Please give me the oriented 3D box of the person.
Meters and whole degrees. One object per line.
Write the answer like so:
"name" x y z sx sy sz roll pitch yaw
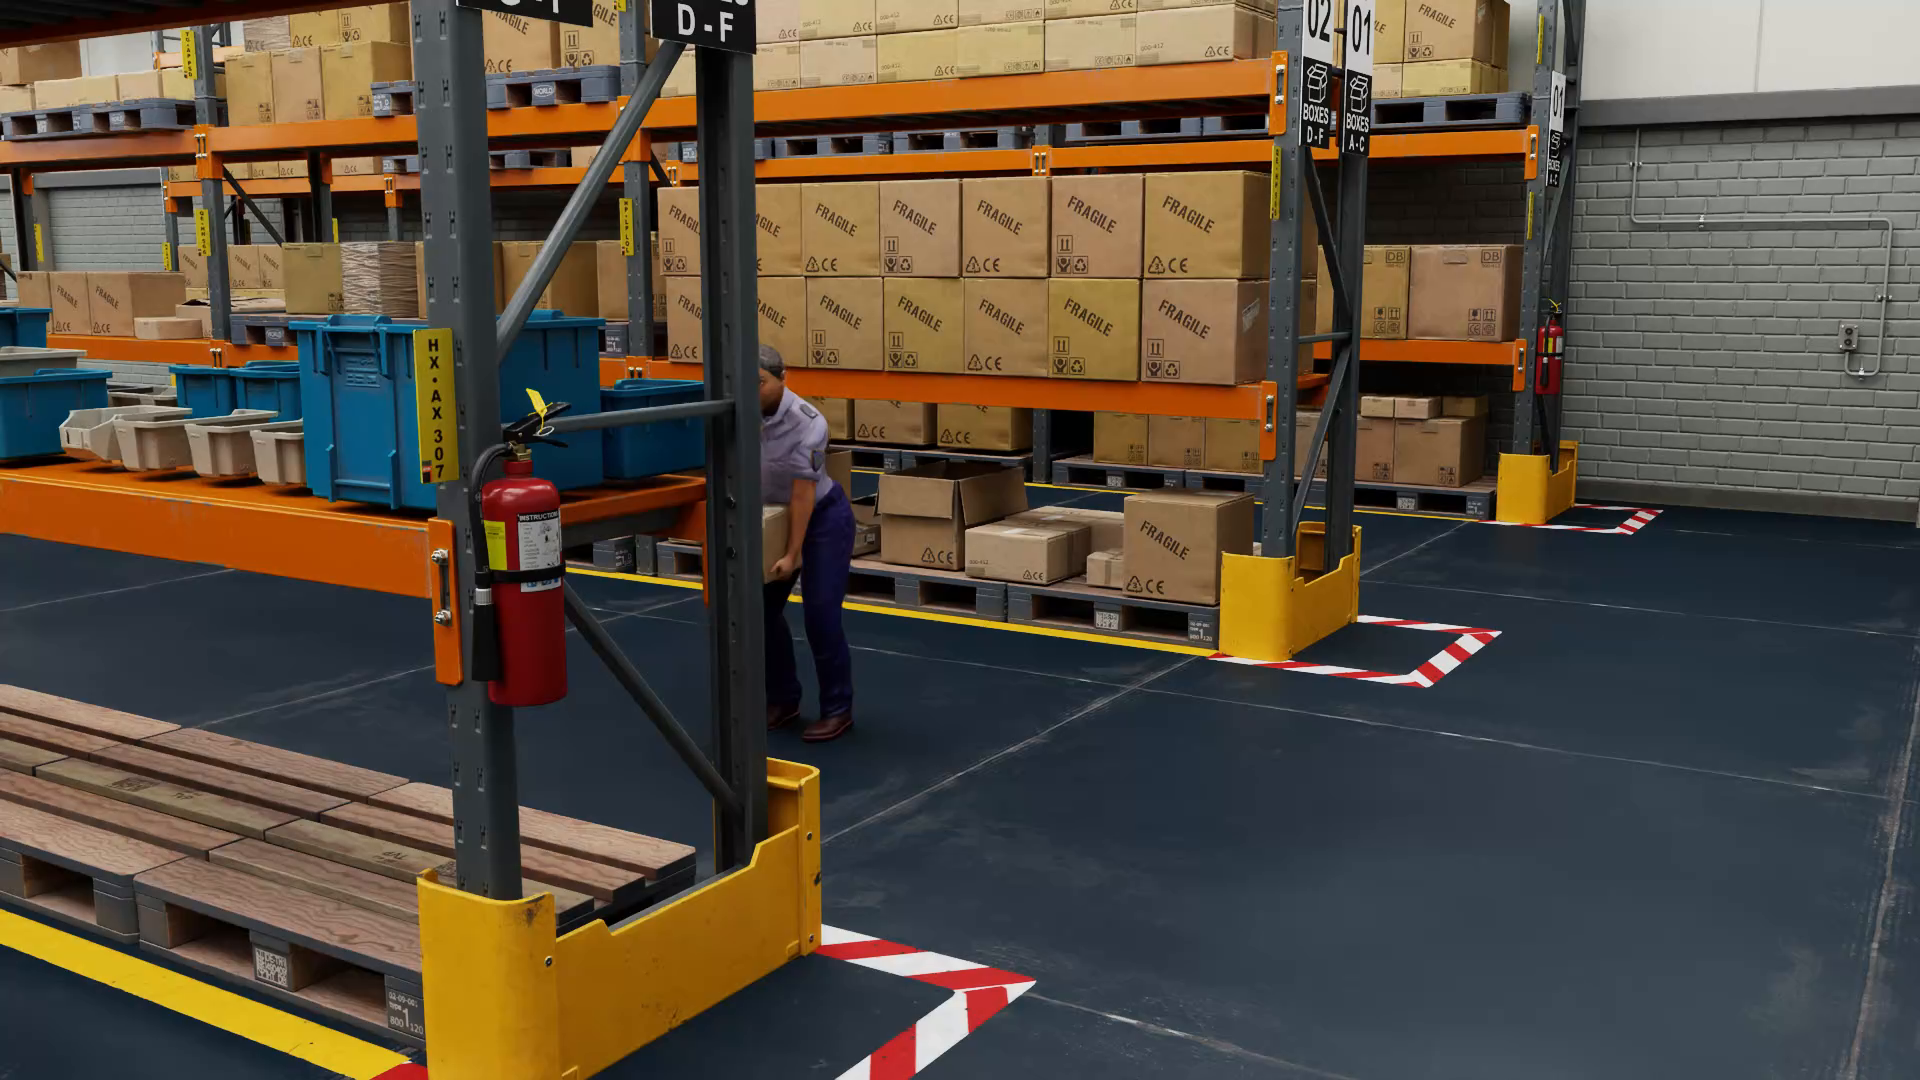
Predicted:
"person" -0.687 0.015 6.612 0.439 1.567 0.581 6 11 30
